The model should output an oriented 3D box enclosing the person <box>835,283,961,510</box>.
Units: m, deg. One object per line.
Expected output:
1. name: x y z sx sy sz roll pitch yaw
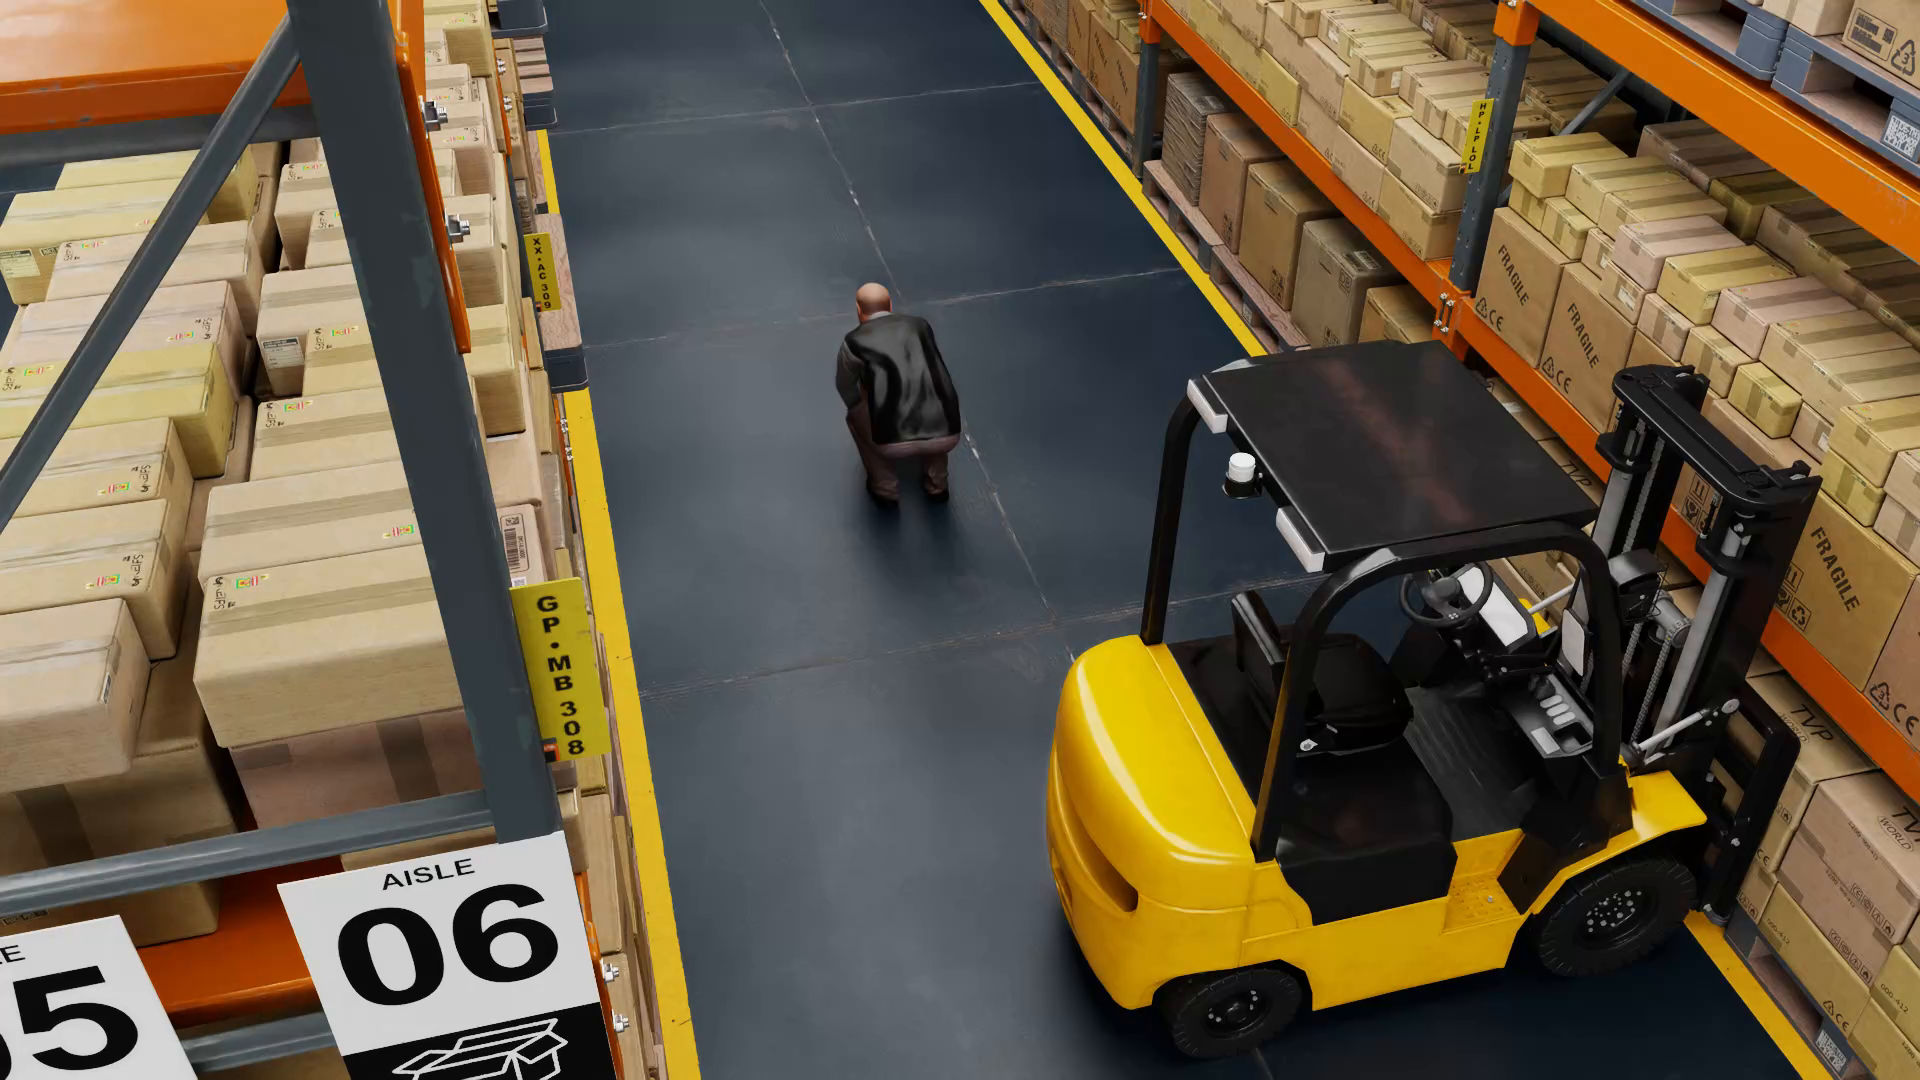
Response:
1. person: -0.313 -0.700 8.244 0.538 0.977 0.867 -9 39 -12
